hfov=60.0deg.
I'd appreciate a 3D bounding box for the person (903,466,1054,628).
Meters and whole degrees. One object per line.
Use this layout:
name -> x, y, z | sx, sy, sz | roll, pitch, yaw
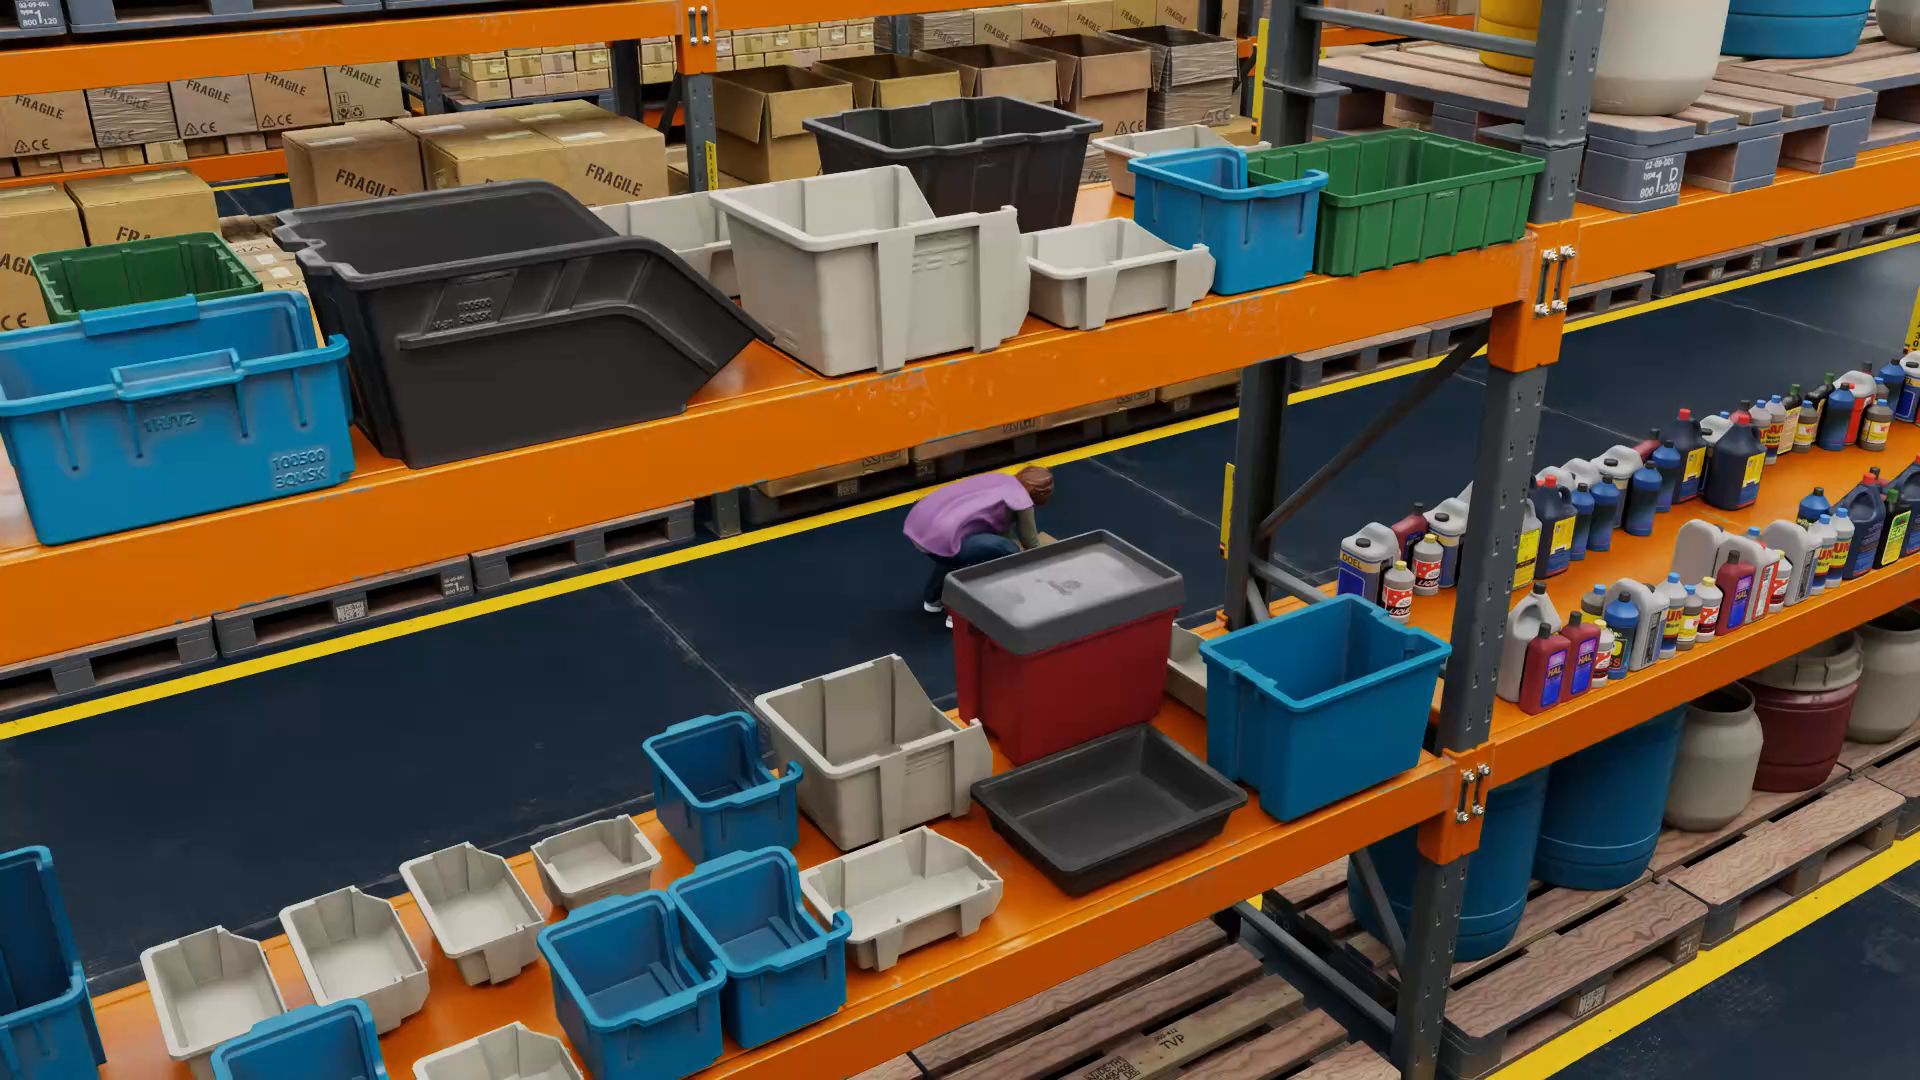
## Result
person -> 0.115, 0.034, 8.136 | 0.869, 0.715, 0.420 | -16, 30, -31
